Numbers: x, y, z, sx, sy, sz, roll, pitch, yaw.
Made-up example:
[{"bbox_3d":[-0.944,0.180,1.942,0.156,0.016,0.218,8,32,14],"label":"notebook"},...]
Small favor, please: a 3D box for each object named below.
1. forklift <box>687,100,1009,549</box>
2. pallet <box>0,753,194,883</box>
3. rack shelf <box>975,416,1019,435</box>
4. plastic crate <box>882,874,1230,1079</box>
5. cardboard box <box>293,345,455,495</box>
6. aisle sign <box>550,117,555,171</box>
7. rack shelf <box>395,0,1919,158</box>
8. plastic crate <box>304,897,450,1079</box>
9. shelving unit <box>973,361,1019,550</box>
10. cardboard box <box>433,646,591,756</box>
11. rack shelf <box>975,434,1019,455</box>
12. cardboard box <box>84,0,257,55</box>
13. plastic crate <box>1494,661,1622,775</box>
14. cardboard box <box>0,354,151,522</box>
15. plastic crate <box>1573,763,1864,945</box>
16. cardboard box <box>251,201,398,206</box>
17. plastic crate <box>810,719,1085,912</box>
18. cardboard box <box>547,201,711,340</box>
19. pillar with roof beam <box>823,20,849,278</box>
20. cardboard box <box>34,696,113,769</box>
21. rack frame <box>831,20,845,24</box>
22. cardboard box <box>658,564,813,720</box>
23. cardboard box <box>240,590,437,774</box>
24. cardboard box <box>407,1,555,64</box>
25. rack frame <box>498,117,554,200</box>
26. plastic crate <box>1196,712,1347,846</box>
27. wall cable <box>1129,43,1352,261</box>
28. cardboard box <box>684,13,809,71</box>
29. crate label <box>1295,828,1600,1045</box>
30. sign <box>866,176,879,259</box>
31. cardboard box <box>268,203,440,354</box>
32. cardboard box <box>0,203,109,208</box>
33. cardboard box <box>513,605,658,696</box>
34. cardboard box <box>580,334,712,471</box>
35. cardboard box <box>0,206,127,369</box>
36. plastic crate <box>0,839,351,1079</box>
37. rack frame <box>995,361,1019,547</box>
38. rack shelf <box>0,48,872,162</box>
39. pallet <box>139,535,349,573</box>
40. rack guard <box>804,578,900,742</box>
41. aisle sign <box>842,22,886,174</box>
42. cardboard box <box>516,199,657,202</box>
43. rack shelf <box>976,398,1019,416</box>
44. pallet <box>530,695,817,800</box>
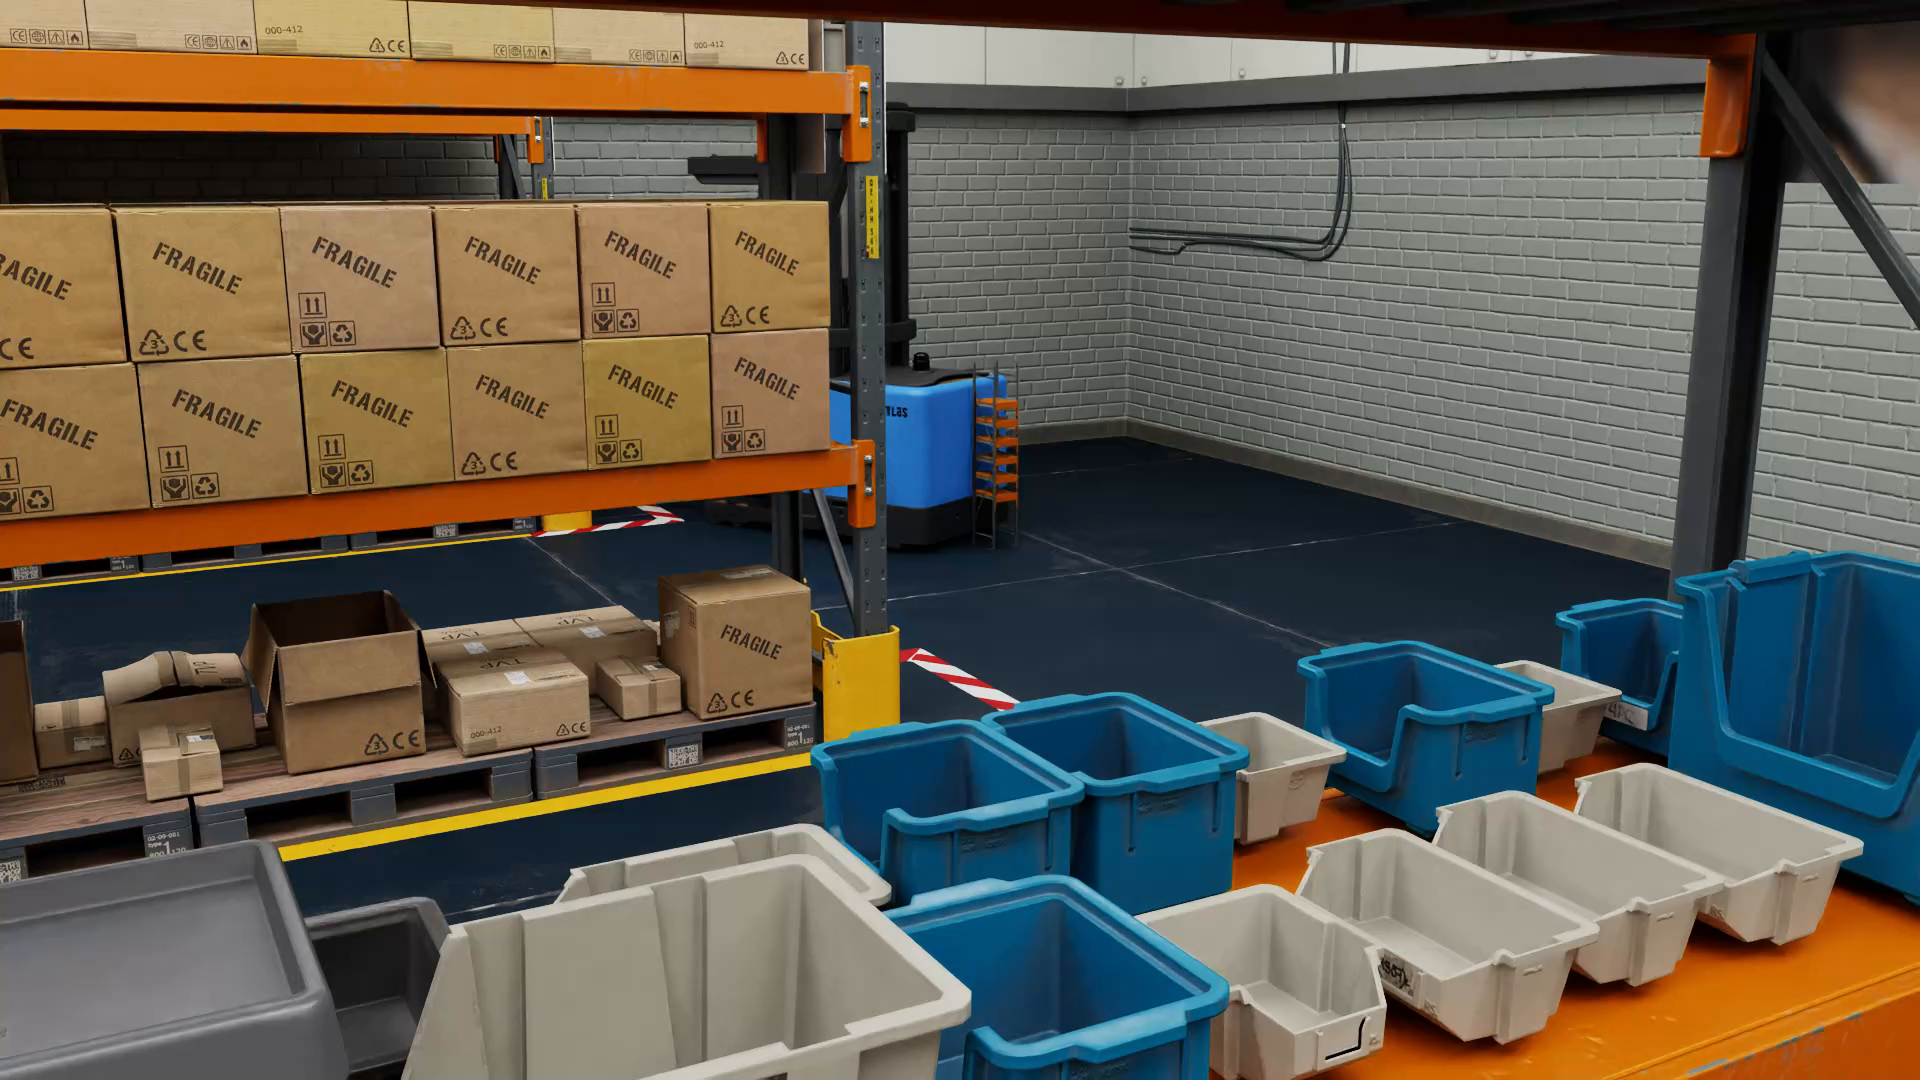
[{"bbox_3d":[-1.163,-1.603,11.558,3.031,2.935,1.130,9,15,35],"label":"forklift"},{"bbox_3d":[-3.509,1.022,6.089,1.213,0.211,1.003,-7,14,-28],"label":"pallet"},{"bbox_3d":[0.231,-0.742,10.783,0.180,0.103,0.258,-9,15,-35],"label":"rack shelf"},{"bbox_3d":[0.089,0.585,1.921,0.300,0.233,0.416,-7,14,-28],"label":"plastic crate"},{"bbox_3d":[-2.200,-0.477,6.169,0.500,0.500,0.500,-7,14,-29],"label":"cardboard box"},{"bbox_3d":[-2.771,-2.860,11.063,0.004,0.787,0.394,-7,14,-28],"label":"aisle sign"},{"bbox_3d":[0.014,-0.635,1.903,4.000,0.370,1.077,-7,14,-28],"label":"rack shelf"},{"bbox_3d":[-0.888,0.624,1.996,0.590,0.125,0.437,-7,14,-28],"label":"plastic crate"},{"bbox_3d":[0.231,-0.551,10.826,0.189,1.200,0.258,-9,15,-35],"label":"shelving unit"},{"bbox_3d":[-1.809,0.638,6.702,0.500,0.250,0.500,-7,14,-28],"label":"cardboard box"},{"bbox_3d":[0.231,-0.625,10.809,0.180,0.103,0.258,-9,15,-35],"label":"rack shelf"},{"bbox_3d":[-2.686,-1.764,5.627,0.500,0.250,0.500,-7,14,-28],"label":"cardboard box"},{"bbox_3d":[1.073,0.347,3.198,0.298,0.136,0.250,-7,14,-28],"label":"plastic crate"},{"bbox_3d":[-3.086,-0.371,5.698,0.500,0.500,0.500,-7,14,-27],"label":"cardboard box"},{"bbox_3d":[1.140,0.488,2.575,0.243,0.136,0.396,-7,14,-28],"label":"plastic crate"},{"bbox_3d":[-2.459,-1.066,6.511,0.500,0.500,0.500,-7,14,-28],"label":"cardboard box"},{"bbox_3d":[-0.025,0.453,2.511,0.300,0.233,0.416,-7,14,-28],"label":"plastic crate"},{"bbox_3d":[-1.303,-1.071,6.531,0.500,0.500,0.500,-6,14,-26],"label":"cardboard box"},{"bbox_3d":[1.040,-4.190,9.230,0.400,9.000,9.100,-7,14,-28],"label":"pillar with roof beam"},{"bbox_3d":[-3.447,0.744,6.463,0.250,0.149,0.380,-7,14,-28],"label":"cardboard box"},{"bbox_3d":[-0.601,-3.614,6.673,0.127,3.000,1.000,-7,14,-28],"label":"rack frame"},{"bbox_3d":[-0.960,0.422,7.093,0.500,0.500,0.500,-7,14,-28],"label":"cardboard box"},{"bbox_3d":[-2.465,0.538,6.571,0.637,0.503,0.797,-7,14,-28],"label":"cardboard box"},{"bbox_3d":[-1.802,-1.867,6.084,0.500,0.250,0.500,-7,14,-28],"label":"cardboard box"},{"bbox_3d":[-2.978,-1.642,11.572,0.127,3.000,1.000,-7,14,-28],"label":"rack frame"},{"bbox_3d":[0.478,0.419,2.881,0.298,0.136,0.250,-7,14,-28],"label":"plastic crate"},{"bbox_3d":[2.158,-3.580,13.592,0.112,2.526,3.097,-7,14,-28],"label":"wall cable"},{"bbox_3d":[-0.926,-1.973,6.553,0.500,0.250,0.500,-7,14,-28],"label":"cardboard box"},{"bbox_3d":[0.646,0.549,2.300,0.243,0.136,0.396,-7,14,-28],"label":"crate label"},{"bbox_3d":[-0.353,-1.297,6.686,0.005,0.325,0.100,-7,14,-28],"label":"sign"},{"bbox_3d":[-2.207,-0.961,6.044,0.500,0.500,0.500,-6,14,-26],"label":"cardboard box"},{"bbox_3d":[-3.344,-0.961,6.041,0.500,0.500,0.500,-7,15,-29],"label":"cardboard box"},{"bbox_3d":[-1.653,0.494,7.341,0.500,0.250,0.500,-7,14,-28],"label":"cardboard box"},{"bbox_3d":[-1.317,-0.581,6.633,0.500,0.500,0.500,-7,14,-27],"label":"cardboard box"},{"bbox_3d":[-3.111,-0.853,5.562,0.500,0.500,0.500,-7,15,-30],"label":"cardboard box"},{"bbox_3d":[-0.838,0.582,1.408,0.583,0.464,0.402,-7,14,-28],"label":"plastic crate"},{"bbox_3d":[0.305,-0.563,10.878,0.006,1.200,0.240,-9,15,-35],"label":"rack frame"},{"bbox_3d":[-2.357,-1.589,6.147,4.000,0.370,1.077,-7,14,-28],"label":"rack shelf"},{"bbox_3d":[-4.712,-0.055,10.871,1.213,0.211,1.003,-7,14,-28],"label":"pallet"},{"bbox_3d":[-0.668,0.540,7.571,0.348,0.500,1.175,-7,14,-28],"label":"rack guard"},{"bbox_3d":[-0.394,-1.904,6.816,0.004,0.787,0.394,-7,14,-28],"label":"aisle sign"},{"bbox_3d":[-1.572,-1.172,6.979,0.500,0.500,0.500,-7,14,-27],"label":"cardboard box"},{"bbox_3d":[0.231,-0.859,10.757,0.180,0.103,0.258,-9,15,-35],"label":"rack shelf"},{"bbox_3d":[-1.367,0.765,7.229,1.213,0.211,1.003,-7,14,-28],"label":"pallet"}]
